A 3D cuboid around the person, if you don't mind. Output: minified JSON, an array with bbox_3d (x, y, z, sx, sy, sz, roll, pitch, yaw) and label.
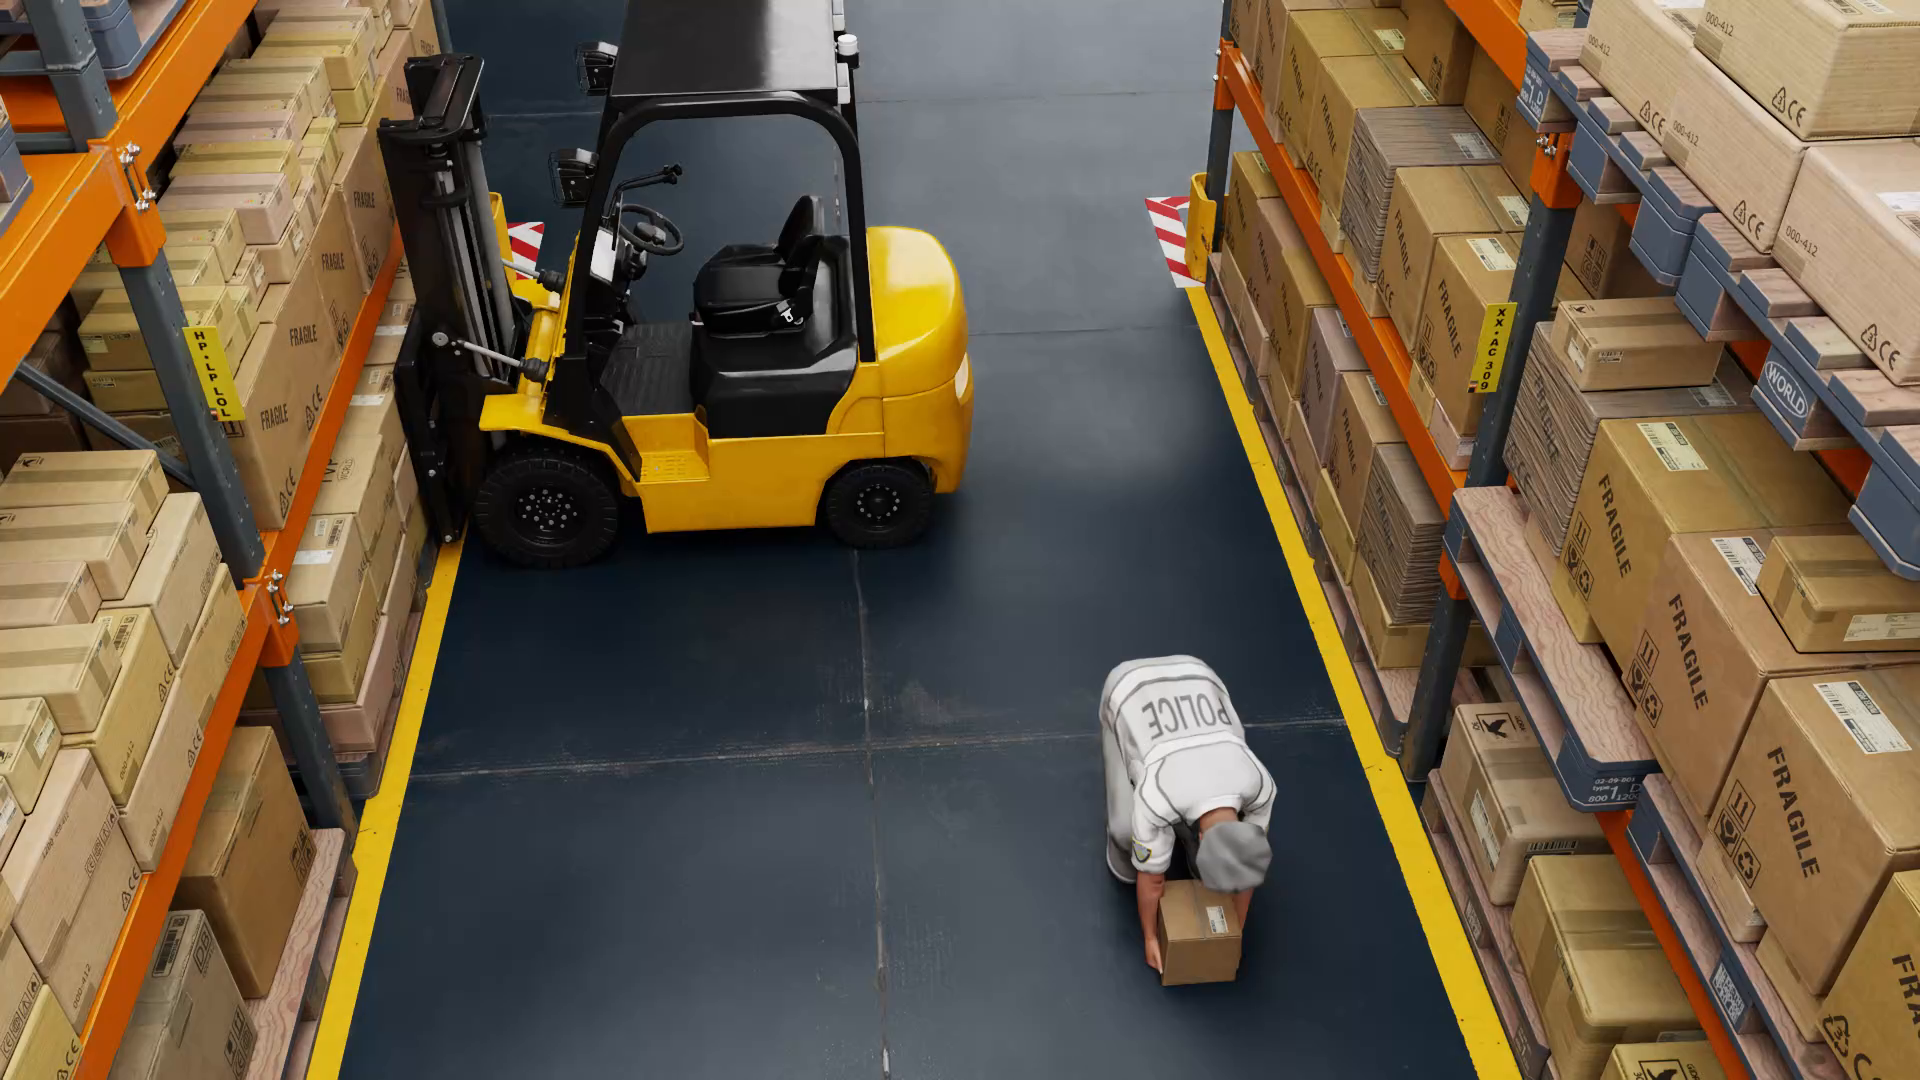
[{"bbox_3d":[0.769,0.940,5.741,0.525,0.841,1.030,-5,39,-6],"label":"person"}]
